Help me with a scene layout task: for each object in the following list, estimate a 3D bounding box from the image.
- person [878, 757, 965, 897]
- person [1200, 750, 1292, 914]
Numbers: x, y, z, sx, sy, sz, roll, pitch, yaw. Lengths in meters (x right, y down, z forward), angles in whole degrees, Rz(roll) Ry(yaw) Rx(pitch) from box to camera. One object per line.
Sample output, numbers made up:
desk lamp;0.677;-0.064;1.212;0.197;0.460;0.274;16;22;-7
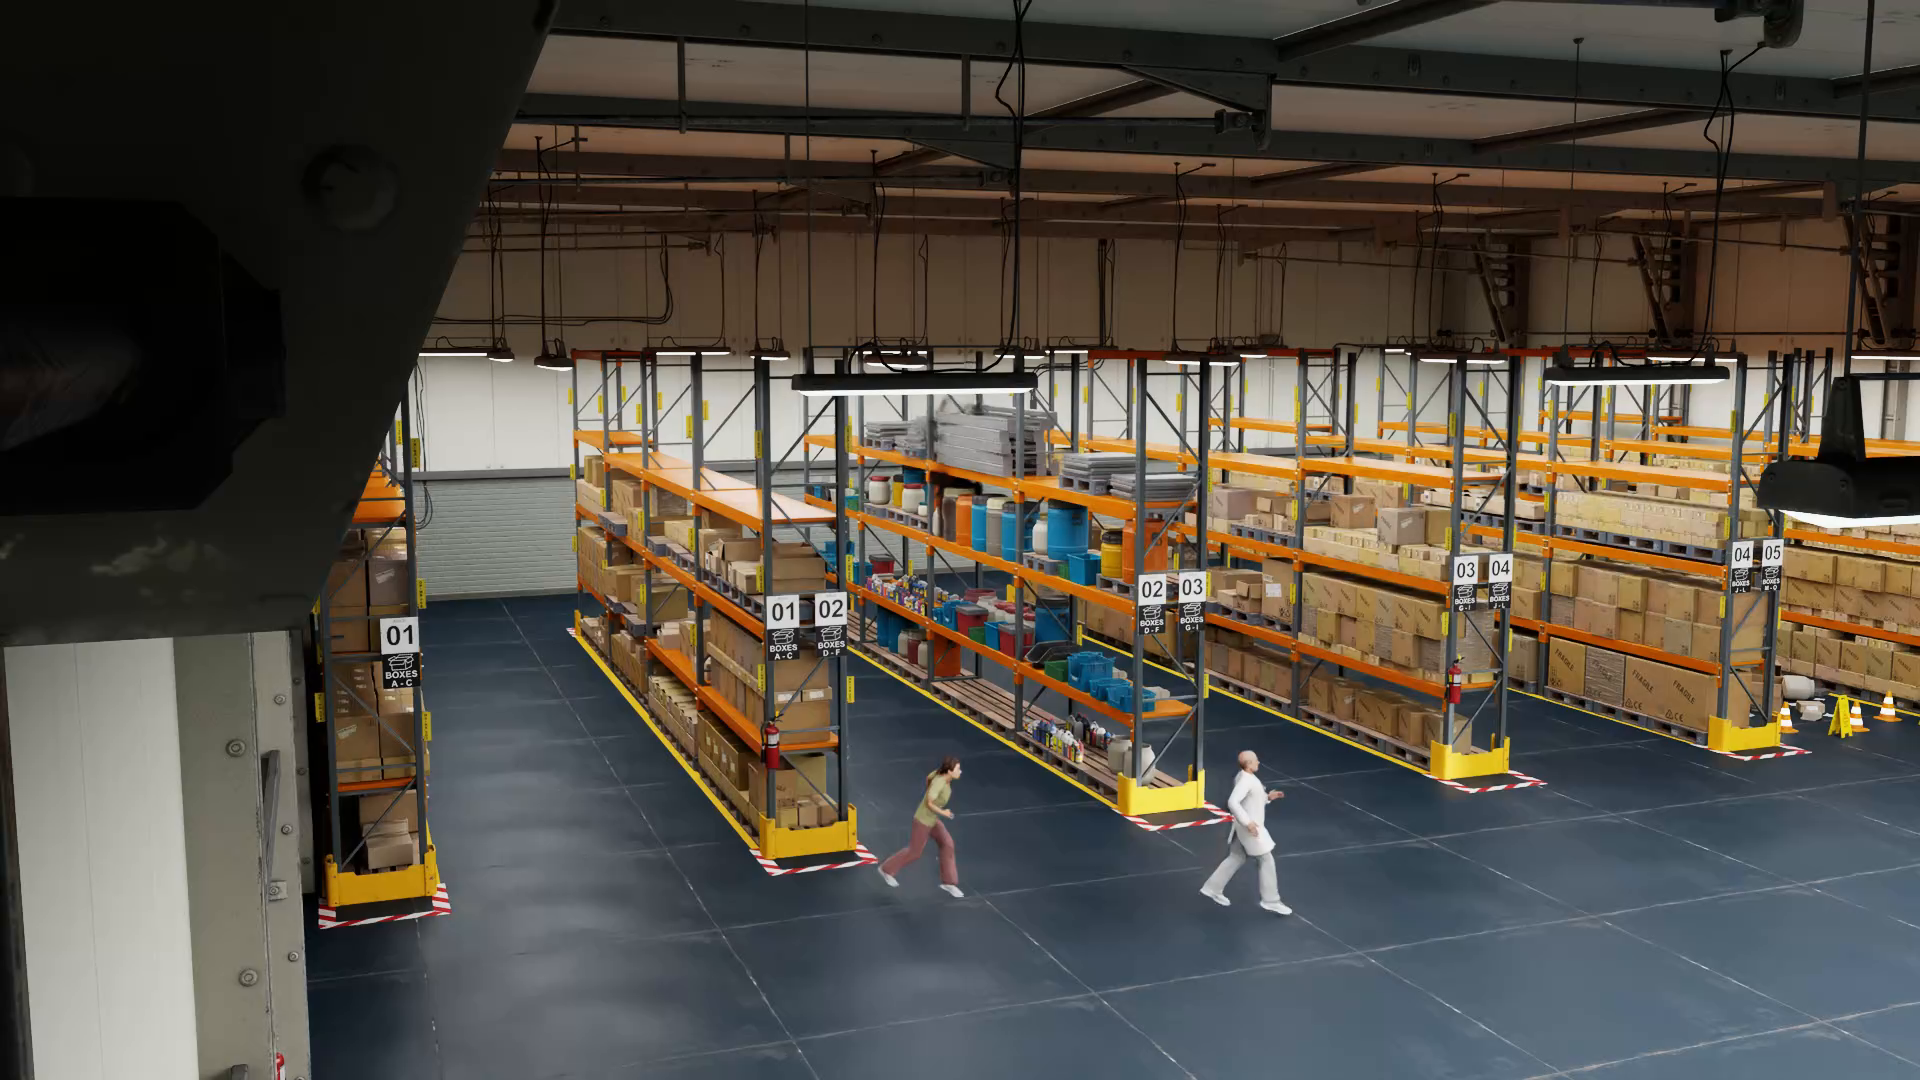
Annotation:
person;-0.437;3.229;18.800;1.008;1.625;0.614;1;7;6
person;3.134;3.181;18.131;0.995;1.807;0.688;-1;7;-5
